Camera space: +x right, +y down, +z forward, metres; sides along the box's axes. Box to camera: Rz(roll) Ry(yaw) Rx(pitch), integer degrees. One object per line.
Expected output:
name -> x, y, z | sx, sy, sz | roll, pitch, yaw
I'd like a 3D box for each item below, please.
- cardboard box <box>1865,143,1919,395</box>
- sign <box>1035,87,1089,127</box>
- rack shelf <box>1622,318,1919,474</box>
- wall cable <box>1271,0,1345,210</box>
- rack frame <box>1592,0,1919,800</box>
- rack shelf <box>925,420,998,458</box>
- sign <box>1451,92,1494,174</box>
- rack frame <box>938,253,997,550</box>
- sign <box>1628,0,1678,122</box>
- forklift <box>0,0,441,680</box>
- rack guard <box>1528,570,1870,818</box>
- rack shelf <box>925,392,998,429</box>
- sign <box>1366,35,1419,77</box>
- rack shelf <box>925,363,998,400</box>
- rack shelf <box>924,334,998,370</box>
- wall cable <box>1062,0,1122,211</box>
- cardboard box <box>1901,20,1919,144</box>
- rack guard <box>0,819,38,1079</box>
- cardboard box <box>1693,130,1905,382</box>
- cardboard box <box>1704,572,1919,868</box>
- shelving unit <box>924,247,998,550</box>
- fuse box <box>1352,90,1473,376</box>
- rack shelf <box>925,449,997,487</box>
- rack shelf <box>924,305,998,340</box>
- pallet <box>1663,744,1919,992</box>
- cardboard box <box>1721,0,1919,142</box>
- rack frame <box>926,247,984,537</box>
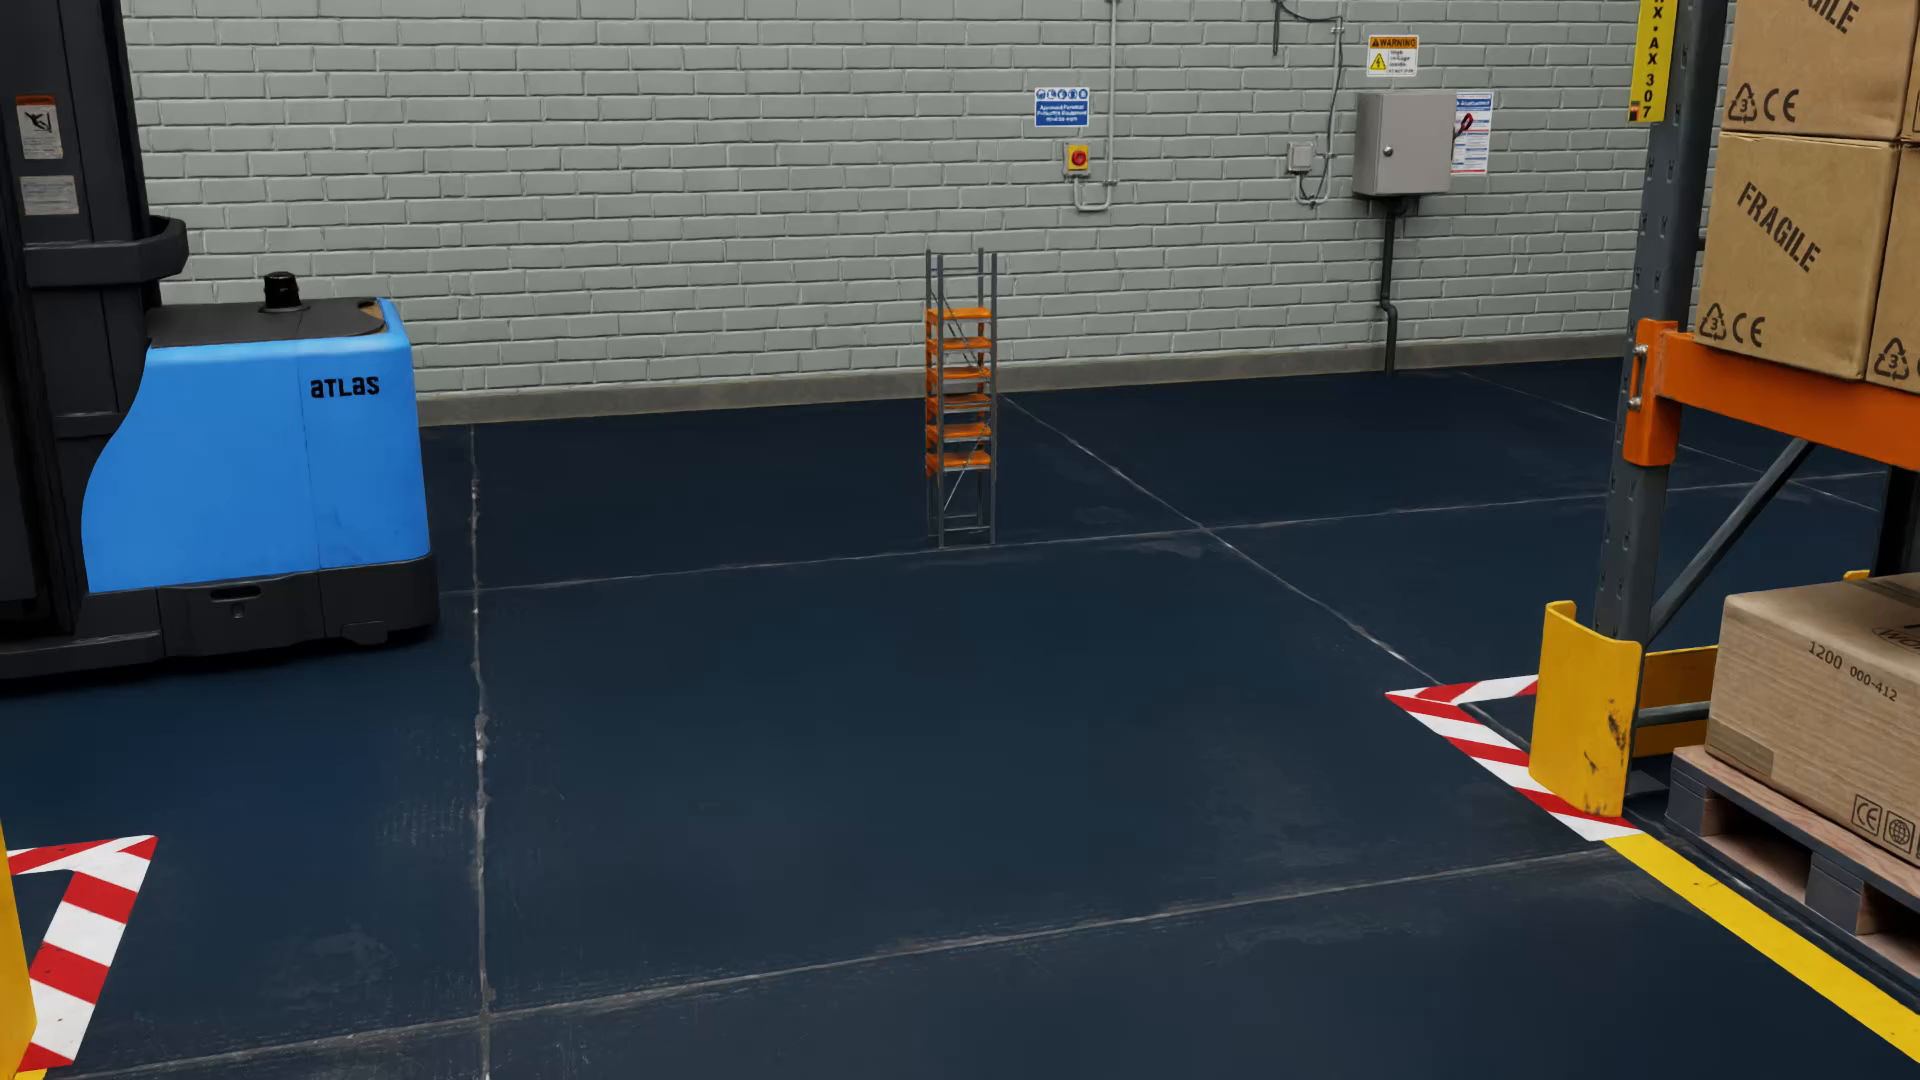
cardboard box -> 2.240, -0.528, 3.321 | 0.500, 0.500, 0.500 | -5, 17, -16
sign -> 0.583, -2.473, 9.503 | 0.327, 0.218, 0.001 | -5, 17, -15
rack shelf -> 2.768, 0.125, 2.573 | 1.077, 0.370, 4.000 | -5, 17, -15
wall cable -> 2.006, -2.933, 9.736 | 0.588, 1.984, 0.122 | -5, 17, -15
rack frame -> 2.218, -0.773, 4.312 | 1.000, 3.000, 0.127 | -5, 17, -15
rack shelf -> 0.004, -0.413, 6.813 | 0.258, 0.103, 0.180 | -5, 17, -15
sign -> 3.124, -2.507, 10.251 | 0.329, 0.494, 0.001 | -5, 17, -15
rack frame -> 0.029, -0.545, 6.682 | 0.240, 1.200, 0.006 | -5, 17, -15
sign -> 1.683, -1.183, 4.035 | 0.100, 0.325, 0.005 | -5, 17, -15
forklift -> -3.383, -1.025, 5.268 | 3.031, 2.935, 1.130 | -6, 18, -20
rack guard -> 2.211, 0.417, 4.693 | 1.175, 0.500, 0.348 | -5, 17, -15
rack shelf -> 0.004, -0.528, 6.779 | 0.258, 0.103, 0.180 | -5, 17, -15
sign -> 2.596, -2.905, 9.974 | 0.339, 0.242, 0.001 | -5, 17, -15
rack shelf -> 0.004, -0.643, 6.744 | 0.258, 0.103, 0.180 | -5, 17, -15
rack shelf -> 0.004, -0.758, 6.710 | 0.258, 0.103, 0.180 | -5, 17, -15
wall cable -> 0.646, -2.832, 9.347 | 0.585, 1.953, 0.123 | -5, 17, -15
cardboard box -> 2.225, -1.002, 3.162 | 0.500, 0.500, 0.500 | -5, 17, -17
rack guard -> -2.493, 0.864, 3.205 | 1.175, 0.500, 0.348 | -5, 17, -15
cardboard box -> 2.074, -0.665, 3.780 | 0.500, 0.500, 0.500 | -5, 17, -16
cardboard box -> 2.496, 0.428, 4.038 | 0.875, 0.438, 0.875 | -5, 18, -17
shelving unit -> 0.004, -0.571, 6.766 | 0.258, 1.200, 0.189 | -5, 17, -15
fuse box -> 2.706, -1.840, 10.102 | 0.539, 1.711, 0.414 | -5, 17, -15
rack shelf -> 0.004, -0.298, 6.848 | 0.258, 0.103, 0.180 | -5, 17, -15
rack shelf -> 0.004, -0.873, 6.675 | 0.258, 0.103, 0.180 | -5, 17, -15
pallet -> 2.513, 0.777, 3.997 | 1.003, 0.211, 1.213 | -5, 17, -15
cardboard box -> 2.076, -1.145, 3.636 | 0.500, 0.500, 0.500 | -5, 17, -16
rack frame -> -0.021, -0.596, 6.850 | 0.240, 1.200, 0.006 | -5, 17, -15
